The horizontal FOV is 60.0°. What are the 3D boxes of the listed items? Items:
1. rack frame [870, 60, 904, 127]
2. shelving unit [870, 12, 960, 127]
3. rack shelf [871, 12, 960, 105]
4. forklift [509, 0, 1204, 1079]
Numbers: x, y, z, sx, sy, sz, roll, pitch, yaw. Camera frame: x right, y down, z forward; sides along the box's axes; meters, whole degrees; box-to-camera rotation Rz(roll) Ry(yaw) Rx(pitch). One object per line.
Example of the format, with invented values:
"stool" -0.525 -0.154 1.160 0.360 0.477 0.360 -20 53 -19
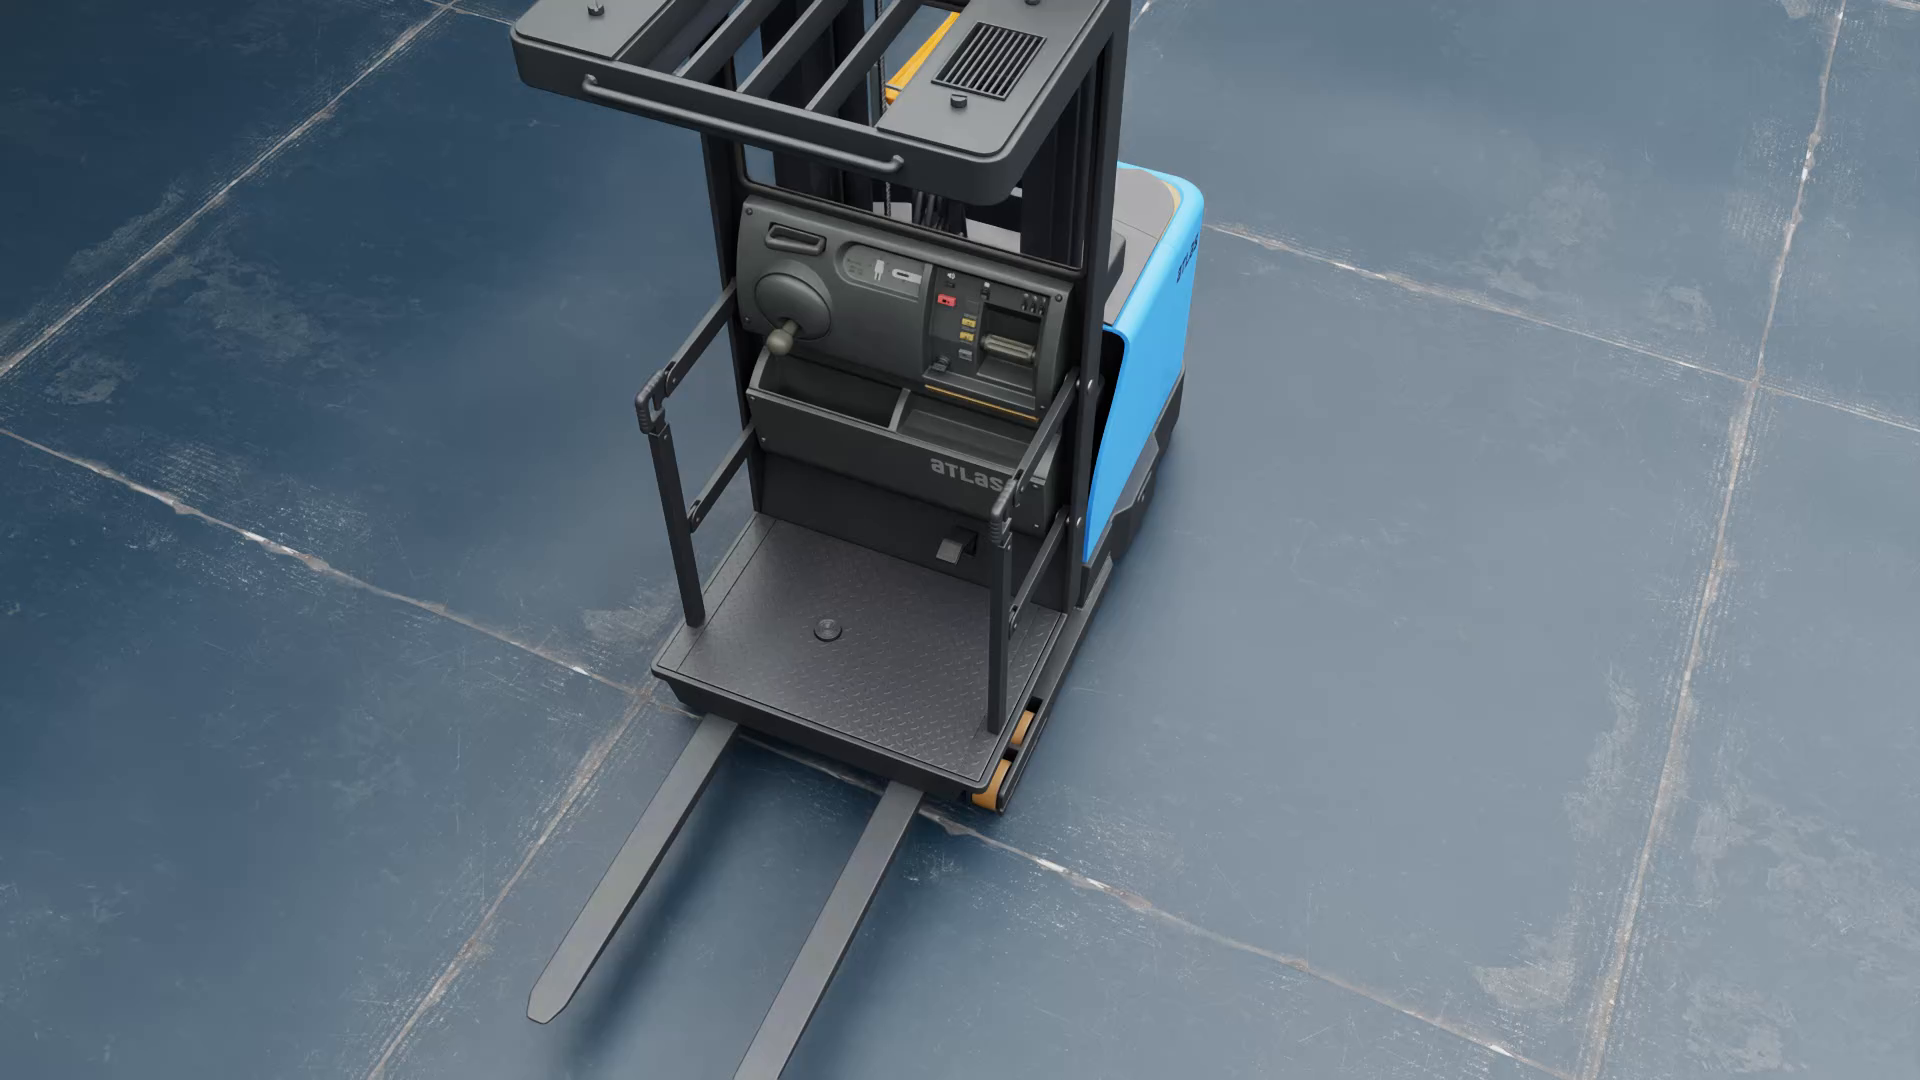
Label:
"rack frame" -0.078 -1.182 6.017 0.500 1.125 0.032 22 53 17
"shelving unit" 0.156 -1.526 6.310 0.538 1.125 1.048 22 53 17
"rack shelf" 0.156 -1.716 6.087 0.538 0.278 1.000 22 53 17
"forklift" -0.246 -0.509 4.259 1.130 2.935 3.031 18 52 15
